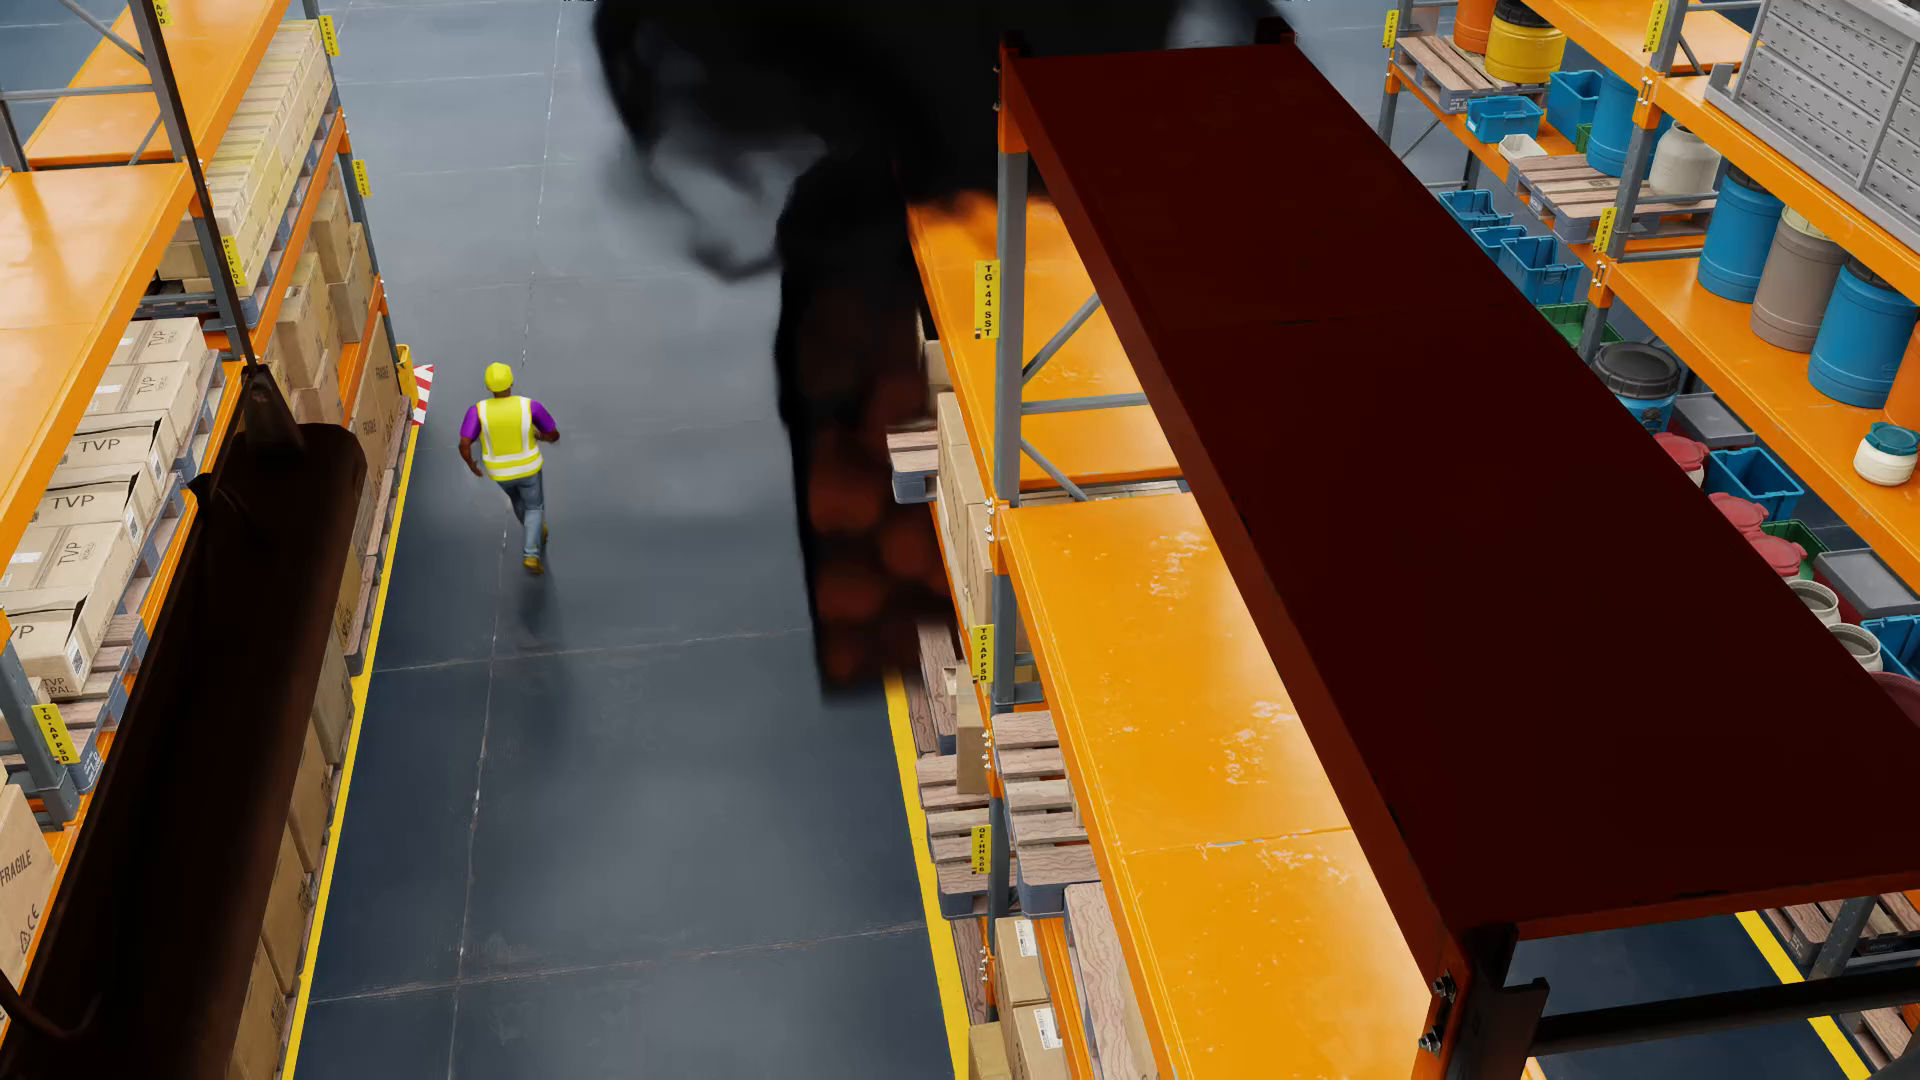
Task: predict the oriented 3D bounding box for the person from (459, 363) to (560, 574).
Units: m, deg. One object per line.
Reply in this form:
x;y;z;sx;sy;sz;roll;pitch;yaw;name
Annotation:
-3.384;-0.529;12.699;0.725;1.756;0.996;-6;37;-9;person
